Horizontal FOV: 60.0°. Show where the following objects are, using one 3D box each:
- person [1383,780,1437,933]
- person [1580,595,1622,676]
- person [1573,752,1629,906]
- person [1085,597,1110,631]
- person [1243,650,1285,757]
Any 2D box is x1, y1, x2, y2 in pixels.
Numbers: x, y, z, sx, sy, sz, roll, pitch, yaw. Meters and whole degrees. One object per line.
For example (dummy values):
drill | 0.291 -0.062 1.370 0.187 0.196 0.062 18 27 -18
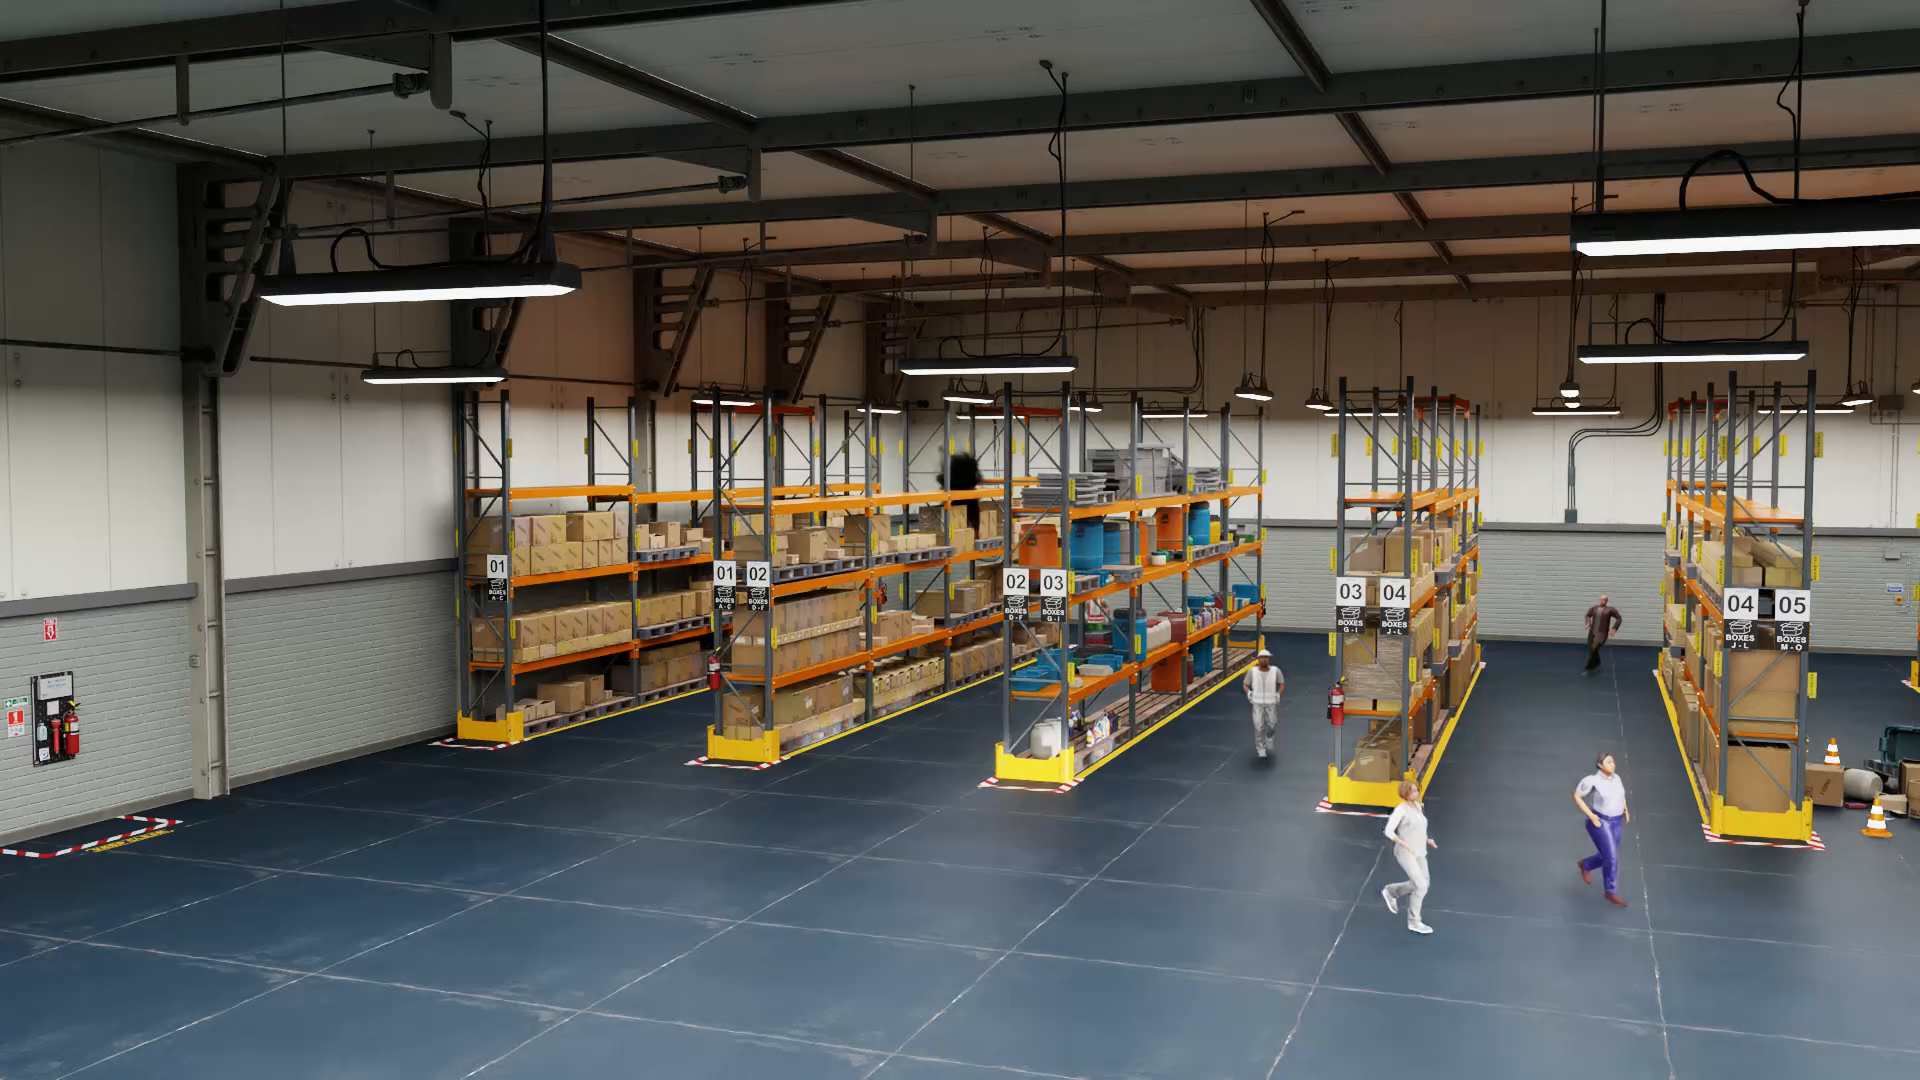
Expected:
person | 4.640 3.270 17.306 0.540 1.551 0.637 -3 4 -42
person | 14.131 2.222 36.749 0.941 1.554 0.765 -2 4 -37
person | 7.143 3.180 18.521 0.615 1.632 0.802 -2 3 -26
person | 3.158 1.974 39.032 0.640 1.808 0.725 1 3 14
person | 4.931 2.647 27.003 0.679 1.733 0.621 0 3 9
